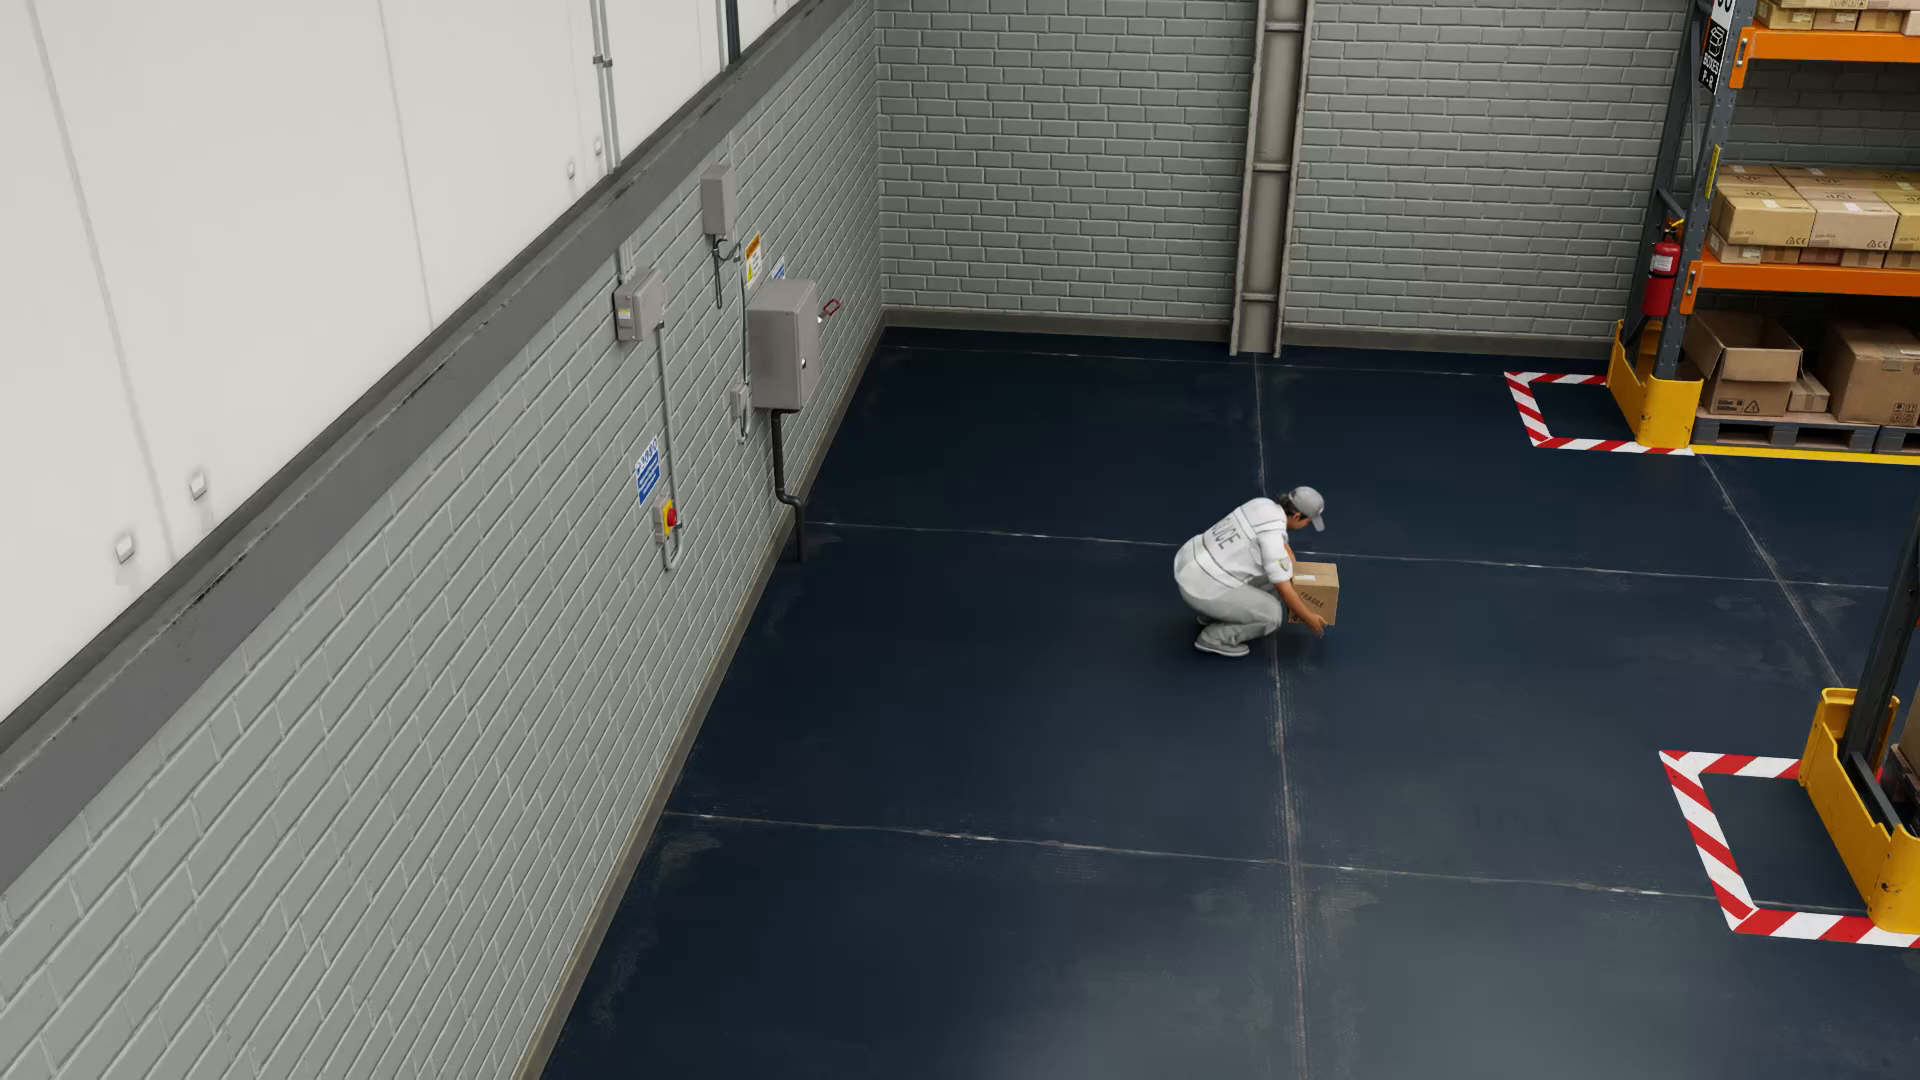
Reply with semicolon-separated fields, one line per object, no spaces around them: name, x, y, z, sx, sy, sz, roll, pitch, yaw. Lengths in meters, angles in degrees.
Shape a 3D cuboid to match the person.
person;1.603;0.145;9.126;0.849;0.945;0.526;3;29;6
